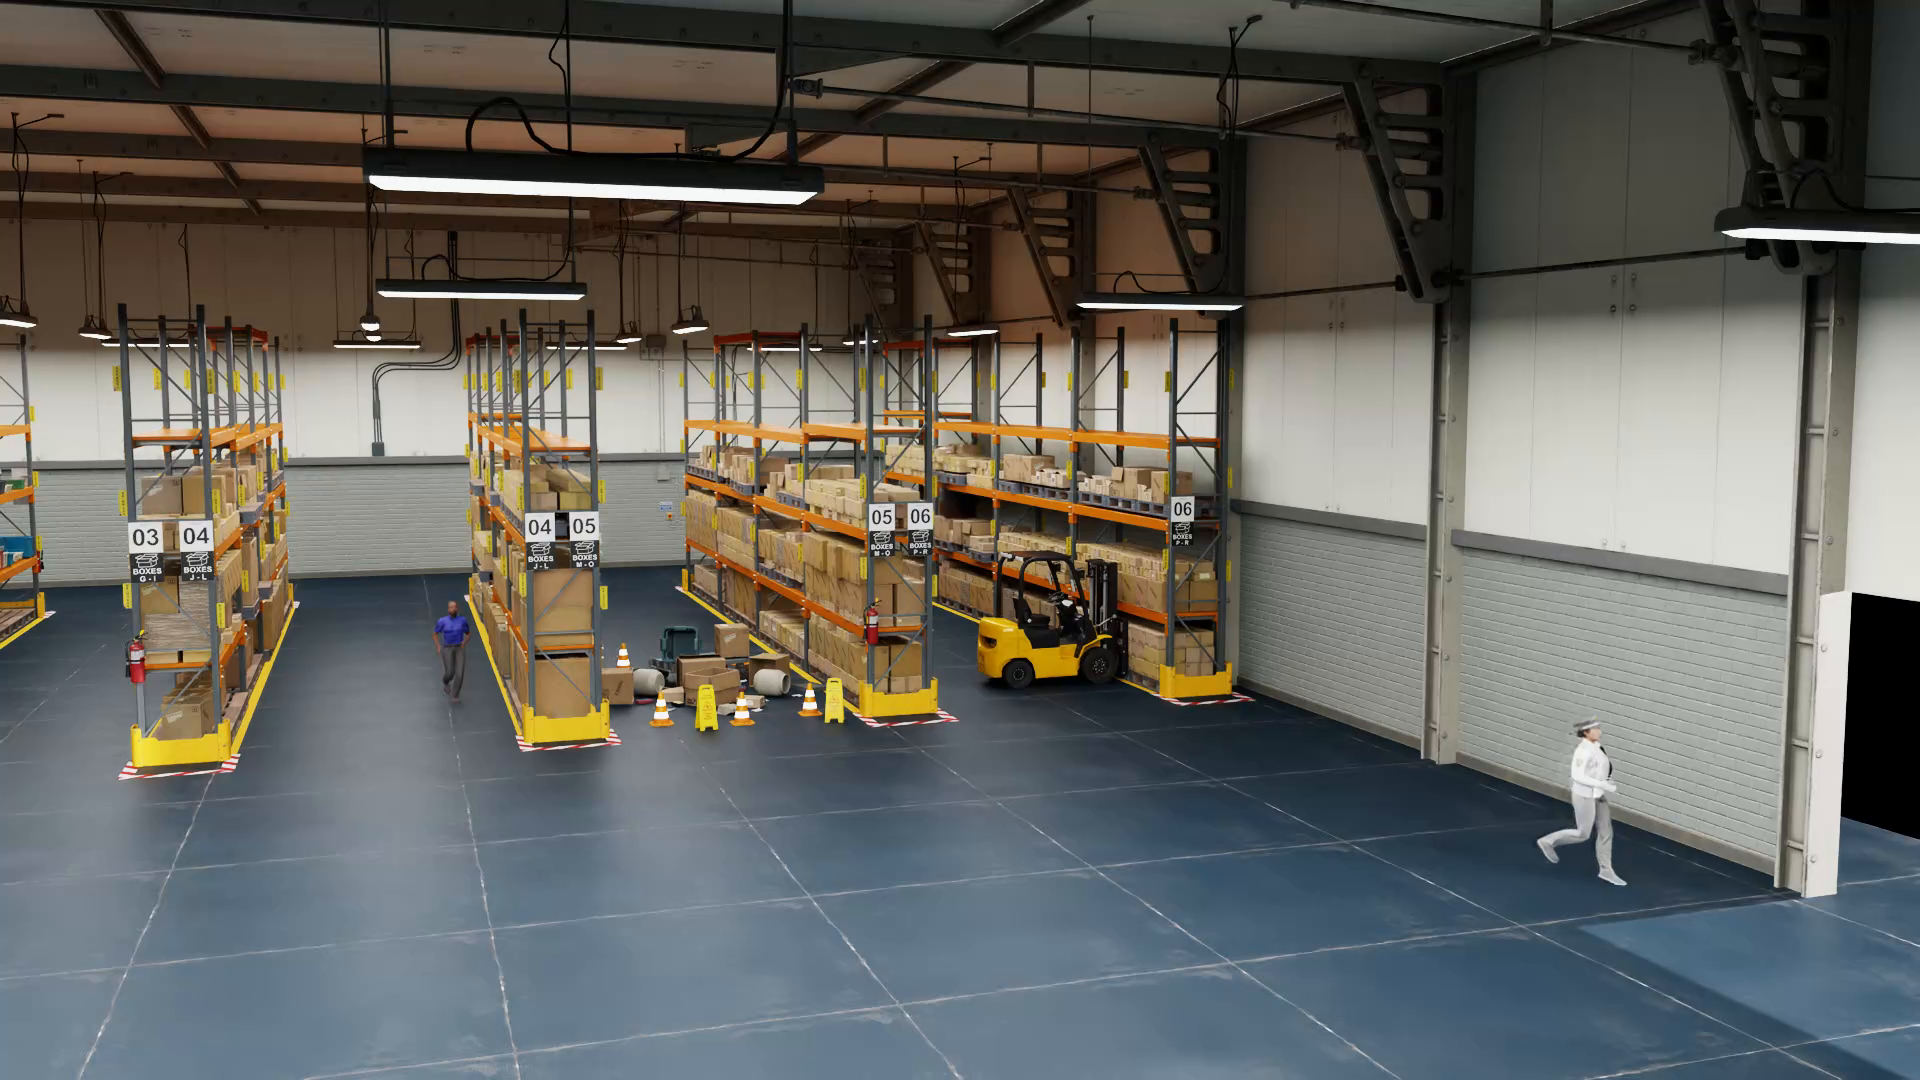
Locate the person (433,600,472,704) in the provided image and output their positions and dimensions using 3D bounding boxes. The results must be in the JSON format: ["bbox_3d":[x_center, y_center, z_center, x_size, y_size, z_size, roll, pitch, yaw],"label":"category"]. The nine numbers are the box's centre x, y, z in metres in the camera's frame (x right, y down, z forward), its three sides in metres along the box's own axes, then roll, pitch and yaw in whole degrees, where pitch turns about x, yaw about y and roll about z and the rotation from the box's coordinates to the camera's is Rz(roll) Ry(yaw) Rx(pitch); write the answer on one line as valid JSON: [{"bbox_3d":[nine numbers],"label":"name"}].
[{"bbox_3d":[-7.904,1.753,25.962,0.575,1.600,0.559,-3,6,-27],"label":"person"}]

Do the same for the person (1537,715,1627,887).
[{"bbox_3d":[6.297,2.586,16.748,0.882,1.700,0.617,5,7,41],"label":"person"}]
